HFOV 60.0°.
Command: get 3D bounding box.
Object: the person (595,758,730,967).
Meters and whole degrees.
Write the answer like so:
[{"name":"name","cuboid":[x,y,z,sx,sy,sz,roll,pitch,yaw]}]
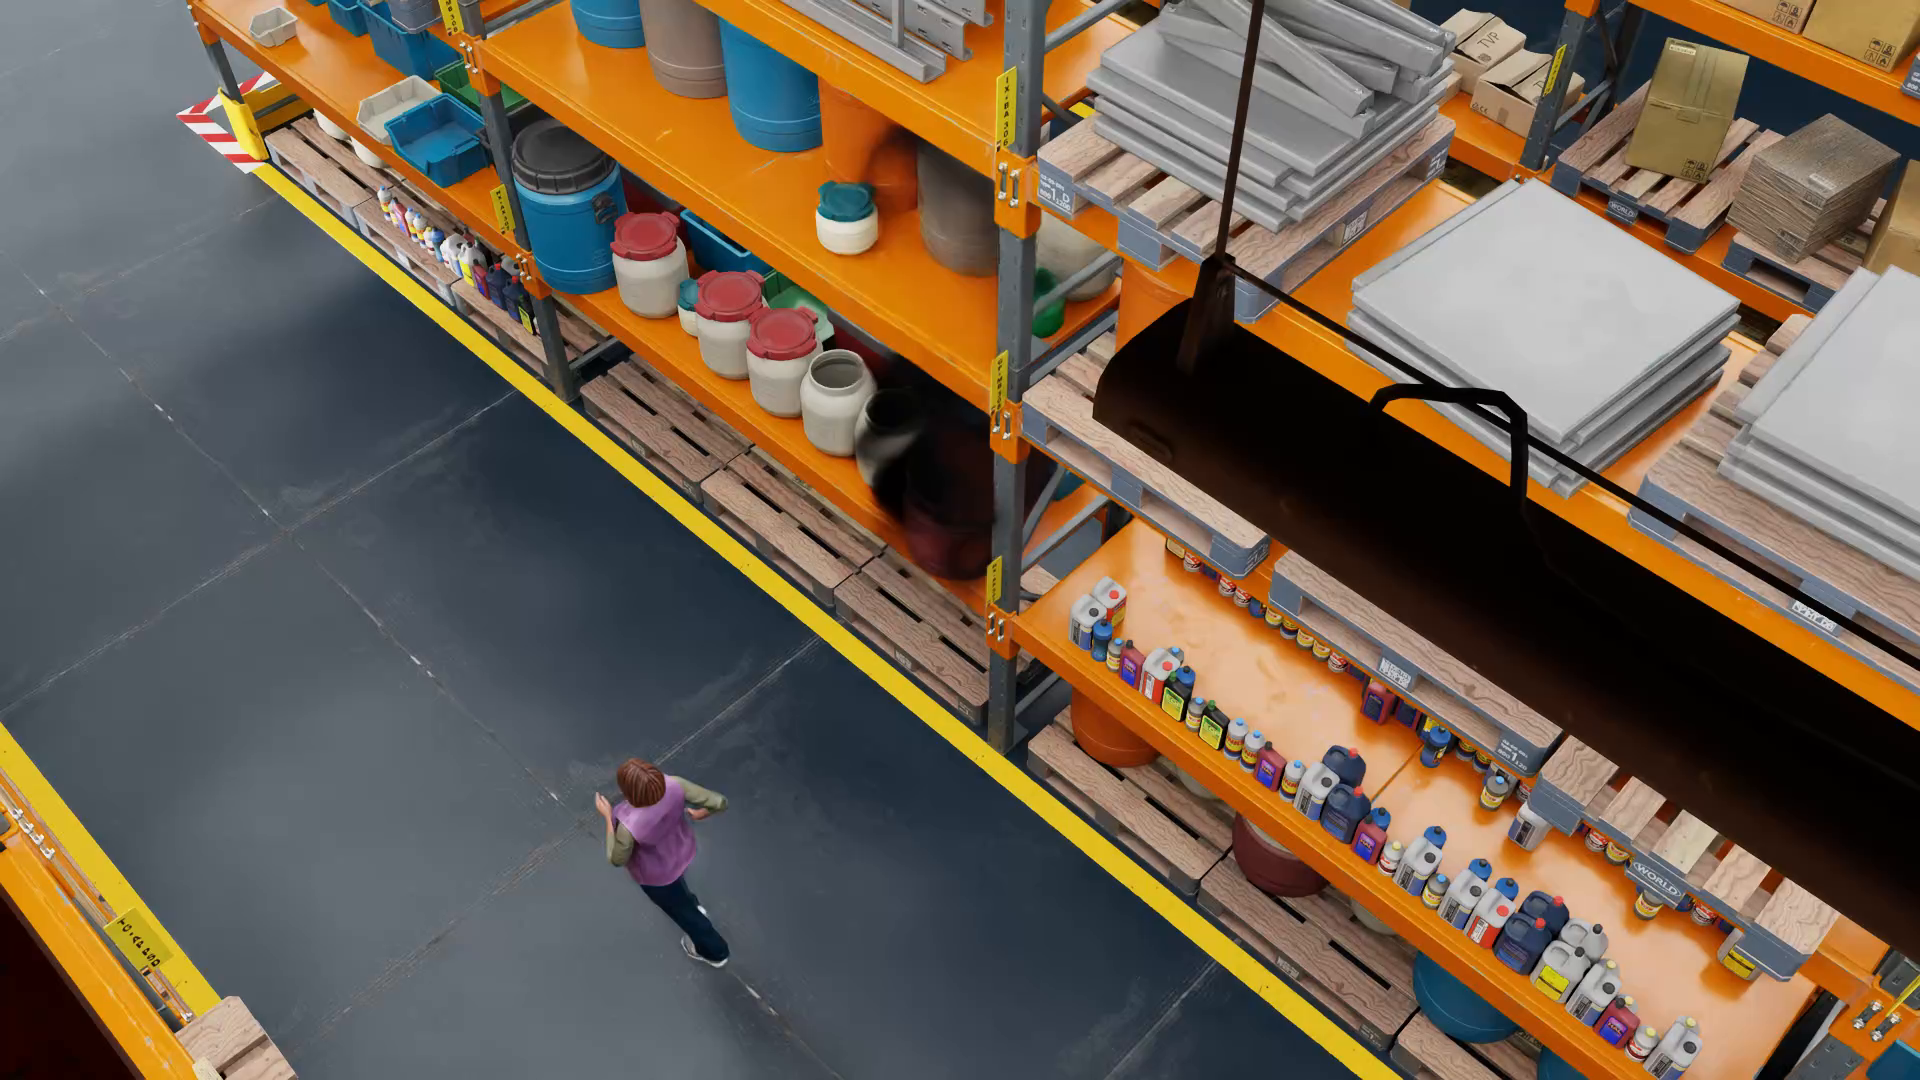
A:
[{"name":"person","cuboid":[-1.395,1.468,7.753,0.651,1.637,0.505,24,54,19]}]
